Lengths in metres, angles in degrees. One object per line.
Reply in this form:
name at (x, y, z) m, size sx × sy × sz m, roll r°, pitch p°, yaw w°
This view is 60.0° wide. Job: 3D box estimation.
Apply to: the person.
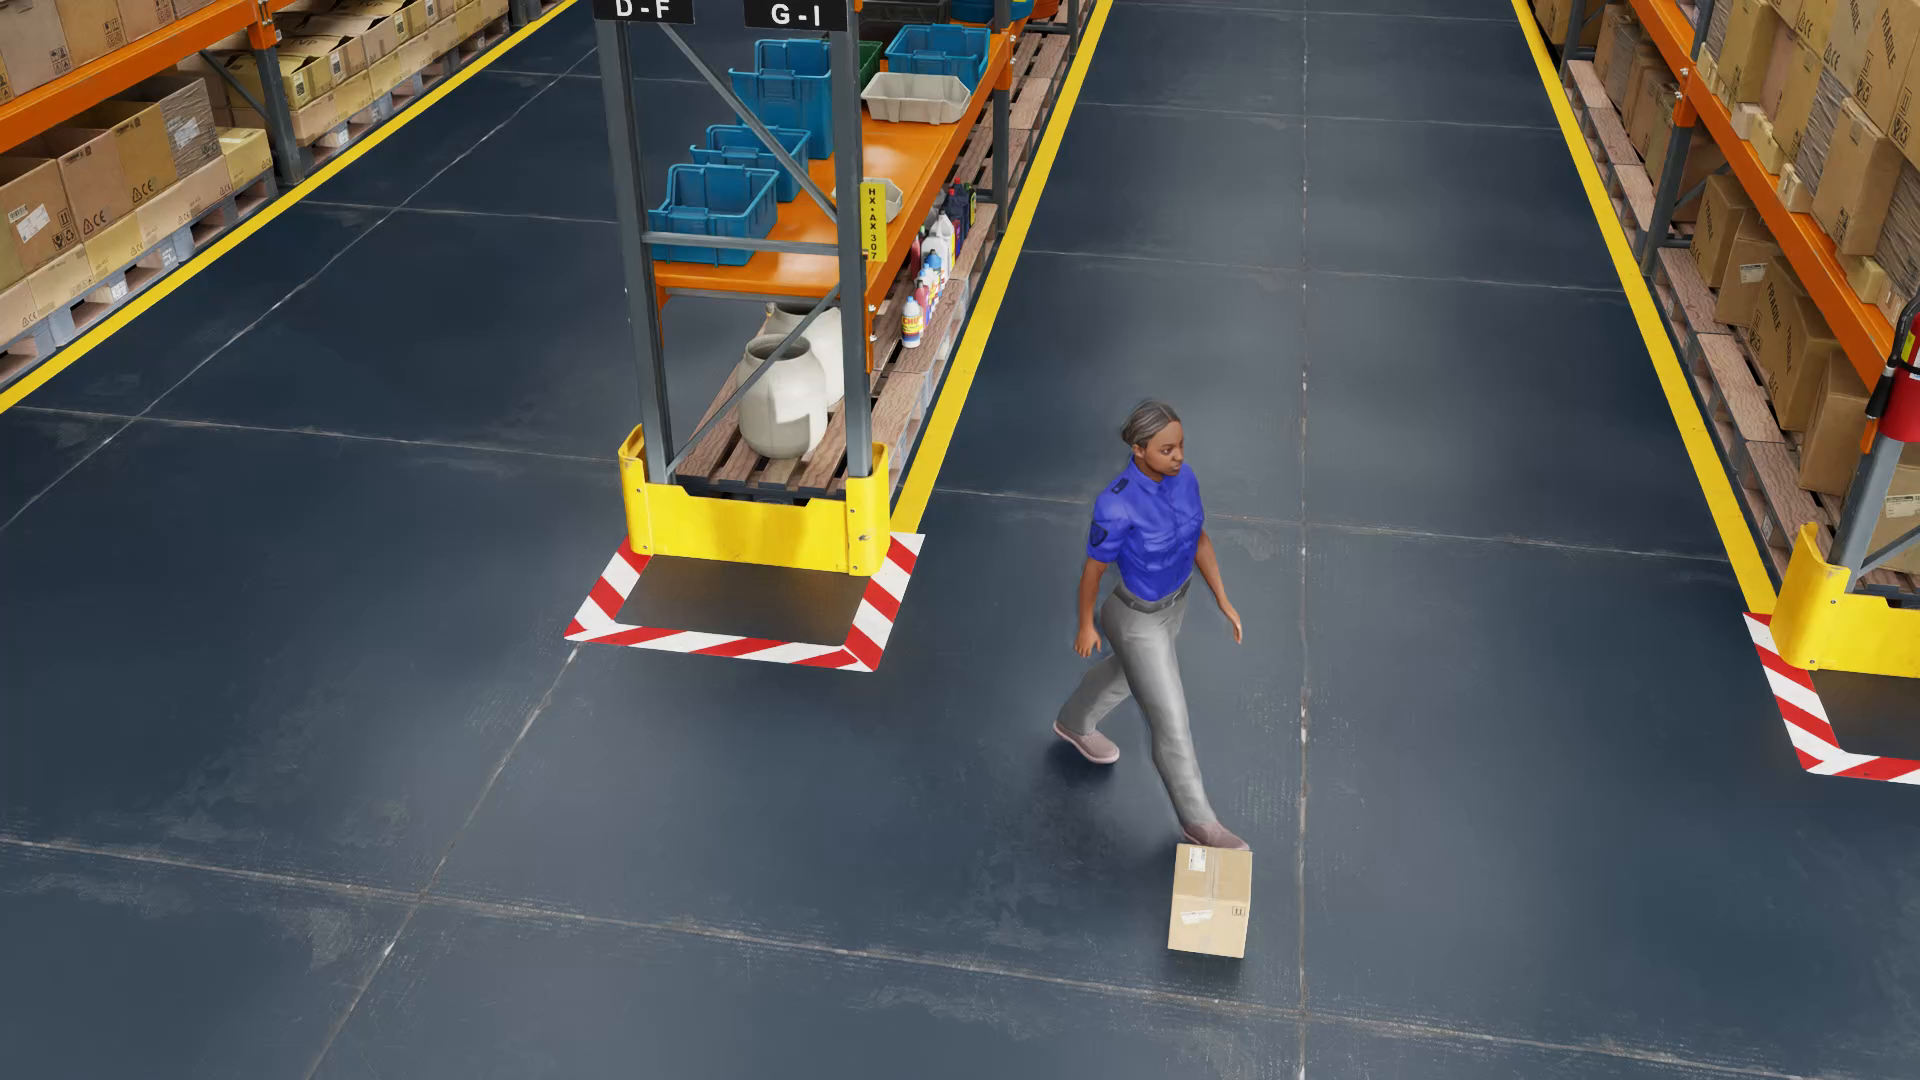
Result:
person at (0.713, 0.259, 5.732) m, size 0.966 × 1.599 × 0.458 m, roll 23°, pitch 39°, yaw 32°
